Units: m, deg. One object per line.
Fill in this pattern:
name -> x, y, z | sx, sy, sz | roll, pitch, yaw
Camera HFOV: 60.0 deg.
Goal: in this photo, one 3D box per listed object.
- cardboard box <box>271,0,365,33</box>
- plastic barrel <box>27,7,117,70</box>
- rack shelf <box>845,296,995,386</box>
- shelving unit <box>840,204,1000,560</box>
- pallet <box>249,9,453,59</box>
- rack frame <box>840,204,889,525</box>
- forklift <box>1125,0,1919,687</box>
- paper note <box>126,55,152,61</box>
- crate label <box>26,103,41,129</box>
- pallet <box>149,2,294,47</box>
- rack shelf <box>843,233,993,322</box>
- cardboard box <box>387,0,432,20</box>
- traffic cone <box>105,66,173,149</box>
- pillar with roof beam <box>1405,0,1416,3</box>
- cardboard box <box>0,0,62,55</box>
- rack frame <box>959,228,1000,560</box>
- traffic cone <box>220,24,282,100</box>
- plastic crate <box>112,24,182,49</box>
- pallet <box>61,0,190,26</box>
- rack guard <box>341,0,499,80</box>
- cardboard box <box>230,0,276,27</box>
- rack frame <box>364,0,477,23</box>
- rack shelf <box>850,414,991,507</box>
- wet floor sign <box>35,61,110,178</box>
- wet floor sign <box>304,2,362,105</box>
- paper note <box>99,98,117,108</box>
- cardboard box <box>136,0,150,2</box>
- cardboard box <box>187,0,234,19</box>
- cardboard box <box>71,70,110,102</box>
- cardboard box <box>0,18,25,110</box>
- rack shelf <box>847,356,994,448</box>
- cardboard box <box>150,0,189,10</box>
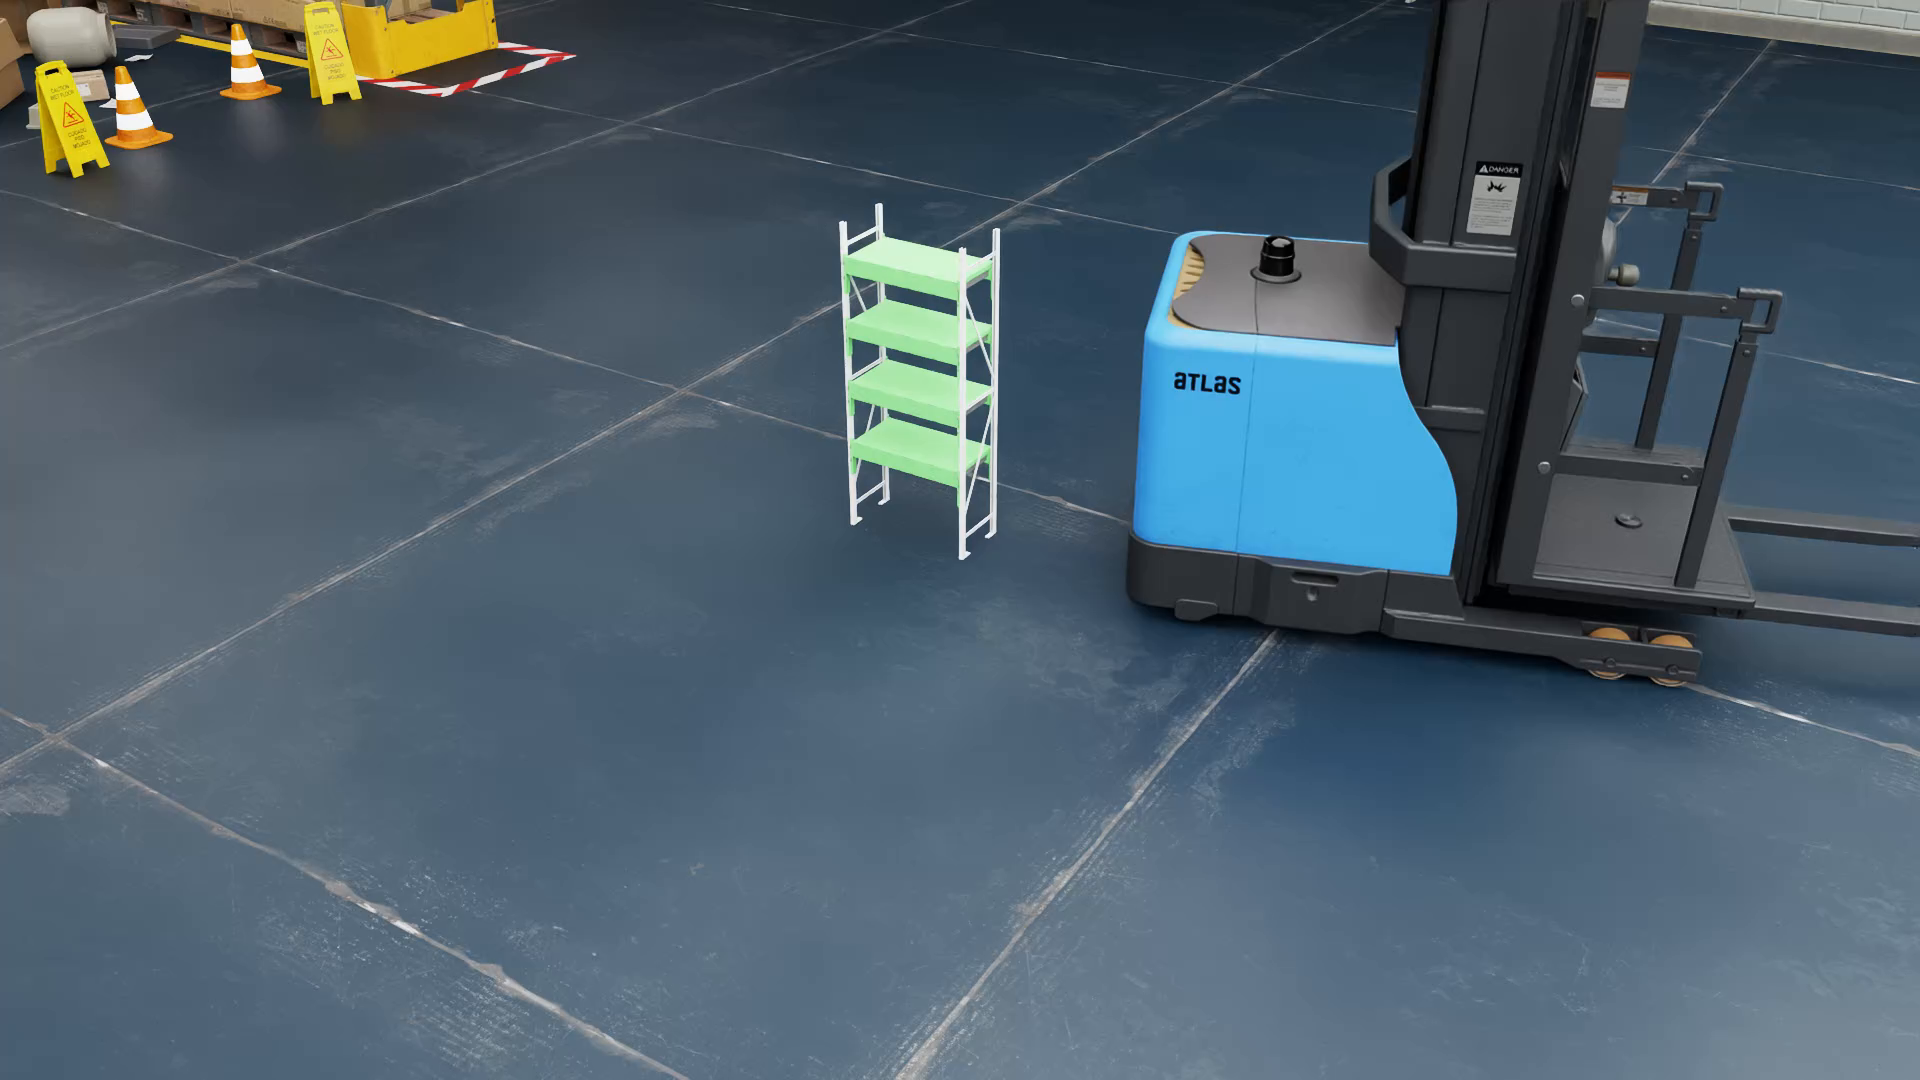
cardboard box -> -4.743, -3.955, 12.364 | 0.500, 0.250, 0.500 | 17, 34, 27
plastic barrel -> -6.449, -3.647, 12.082 | 0.512, 0.421, 0.421 | -9, 32, -15
rack shelf -> -0.140, -0.715, 5.935 | 0.480, 0.148, 0.258 | 18, 35, 27
shelving unit -> -0.140, -0.563, 6.024 | 0.503, 1.200, 0.258 | 18, 35, 27
pallet -> -4.629, -3.901, 12.728 | 1.213, 0.211, 1.003 | 18, 35, 27
rack frame -> -0.347, -0.628, 6.136 | 0.015, 1.200, 0.240 | 18, 35, 27
forklift -> 2.150, -1.082, 5.196 | 3.031, 2.935, 1.130 | 6, 31, 11
paper note -> -6.116, -3.598, 12.387 | 0.148, 0.019, 0.142 | 6, 31, 10
crate label -> -5.946, -2.800, 10.914 | 0.298, 0.136, 0.250 | 1, 30, 2
pallet -> -5.658, -4.229, 13.289 | 1.213, 0.211, 1.003 | 18, 35, 27
rack shelf -> -0.140, -0.922, 5.814 | 0.480, 0.148, 0.258 | 18, 35, 27
cardboard box -> -4.431, -4.181, 12.751 | 0.500, 0.250, 0.500 | 17, 34, 27
traffic cone -> -5.247, -2.757, 10.516 | 0.334, 0.463, 0.336 | 18, 35, 27
pillar with roof beam -> 1.423, -6.690, 8.787 | 0.400, 9.000, 9.100 | 18, 35, 27
cardboard box -> -7.099, -3.978, 12.570 | 0.500, 0.500, 0.500 | -9, 32, -15
rack frame -> 0.066, -0.497, 5.912 | 0.015, 1.200, 0.240 | 18, 35, 27
traffic cone -> -4.945, -3.322, 11.485 | 0.334, 0.463, 0.336 | 18, 35, 27
plastic crate -> -6.389, -3.893, 12.843 | 0.583, 0.080, 0.402 | 6, 31, 10
pallet -> -6.695, -4.555, 13.848 | 1.213, 0.211, 1.003 | 18, 35, 27
rack guard -> -3.959, -3.793, 12.256 | 0.348, 0.500, 1.175 | 18, 35, 27
cardboard box -> -5.157, -4.090, 12.597 | 0.500, 0.250, 0.500 | 18, 35, 28
rack frame -> -3.895, -4.853, 11.592 | 0.127, 3.000, 1.000 | 18, 35, 27
rack shelf -> -0.140, -0.300, 6.177 | 0.480, 0.148, 0.258 | 18, 35, 27
wet floor sign -> -5.364, -2.533, 9.952 | 0.232, 0.644, 0.267 | 12, 32, 19
wet floor sign -> -4.303, -3.328, 11.315 | 0.267, 0.644, 0.232 | -21, 36, -32
paper note -> -5.754, -2.974, 11.318 | 0.142, 0.019, 0.148 | 6, 31, 10
cardboard box -> -6.468, -4.507, 13.310 | 0.500, 0.250, 0.500 | 20, 36, 30
cardboard box -> -5.603, -4.228, 12.833 | 0.500, 0.250, 0.500 | 16, 34, 26
cardboard box -> -6.078, -3.110, 11.434 | 0.380, 0.149, 0.250 | -15, 33, -24
cardboard box -> -6.729, -3.165, 11.175 | 0.637, 0.503, 0.797 | -4, 30, -7
rack shelf -> -0.140, -0.507, 6.056 | 0.480, 0.148, 0.258 | 18, 35, 27
cardboard box -> -6.018, -4.366, 13.068 | 0.500, 0.250, 0.500 | 17, 34, 27
